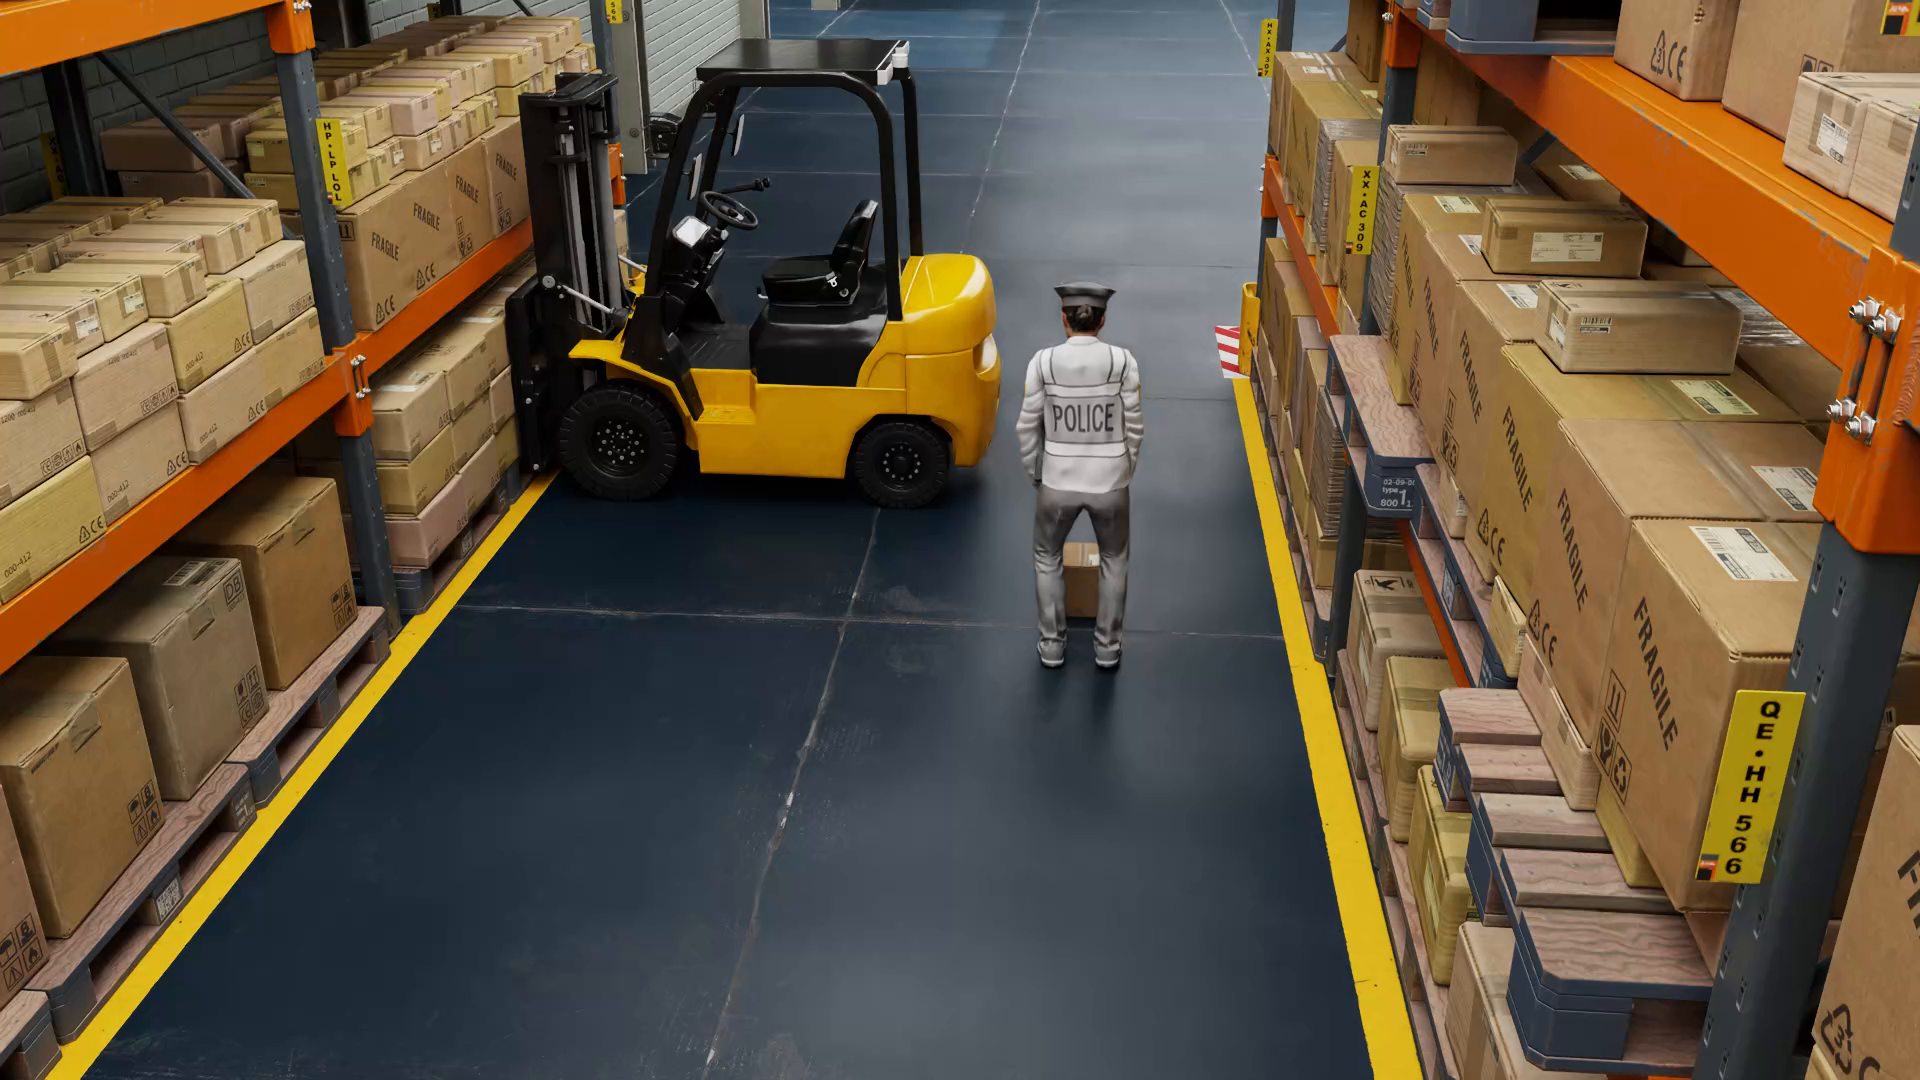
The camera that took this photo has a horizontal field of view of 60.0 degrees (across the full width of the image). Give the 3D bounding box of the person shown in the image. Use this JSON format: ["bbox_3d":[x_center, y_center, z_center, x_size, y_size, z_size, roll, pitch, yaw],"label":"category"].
[{"bbox_3d":[0.478,-0.243,6.723,0.508,1.604,0.485,2,25,5],"label":"person"}]
